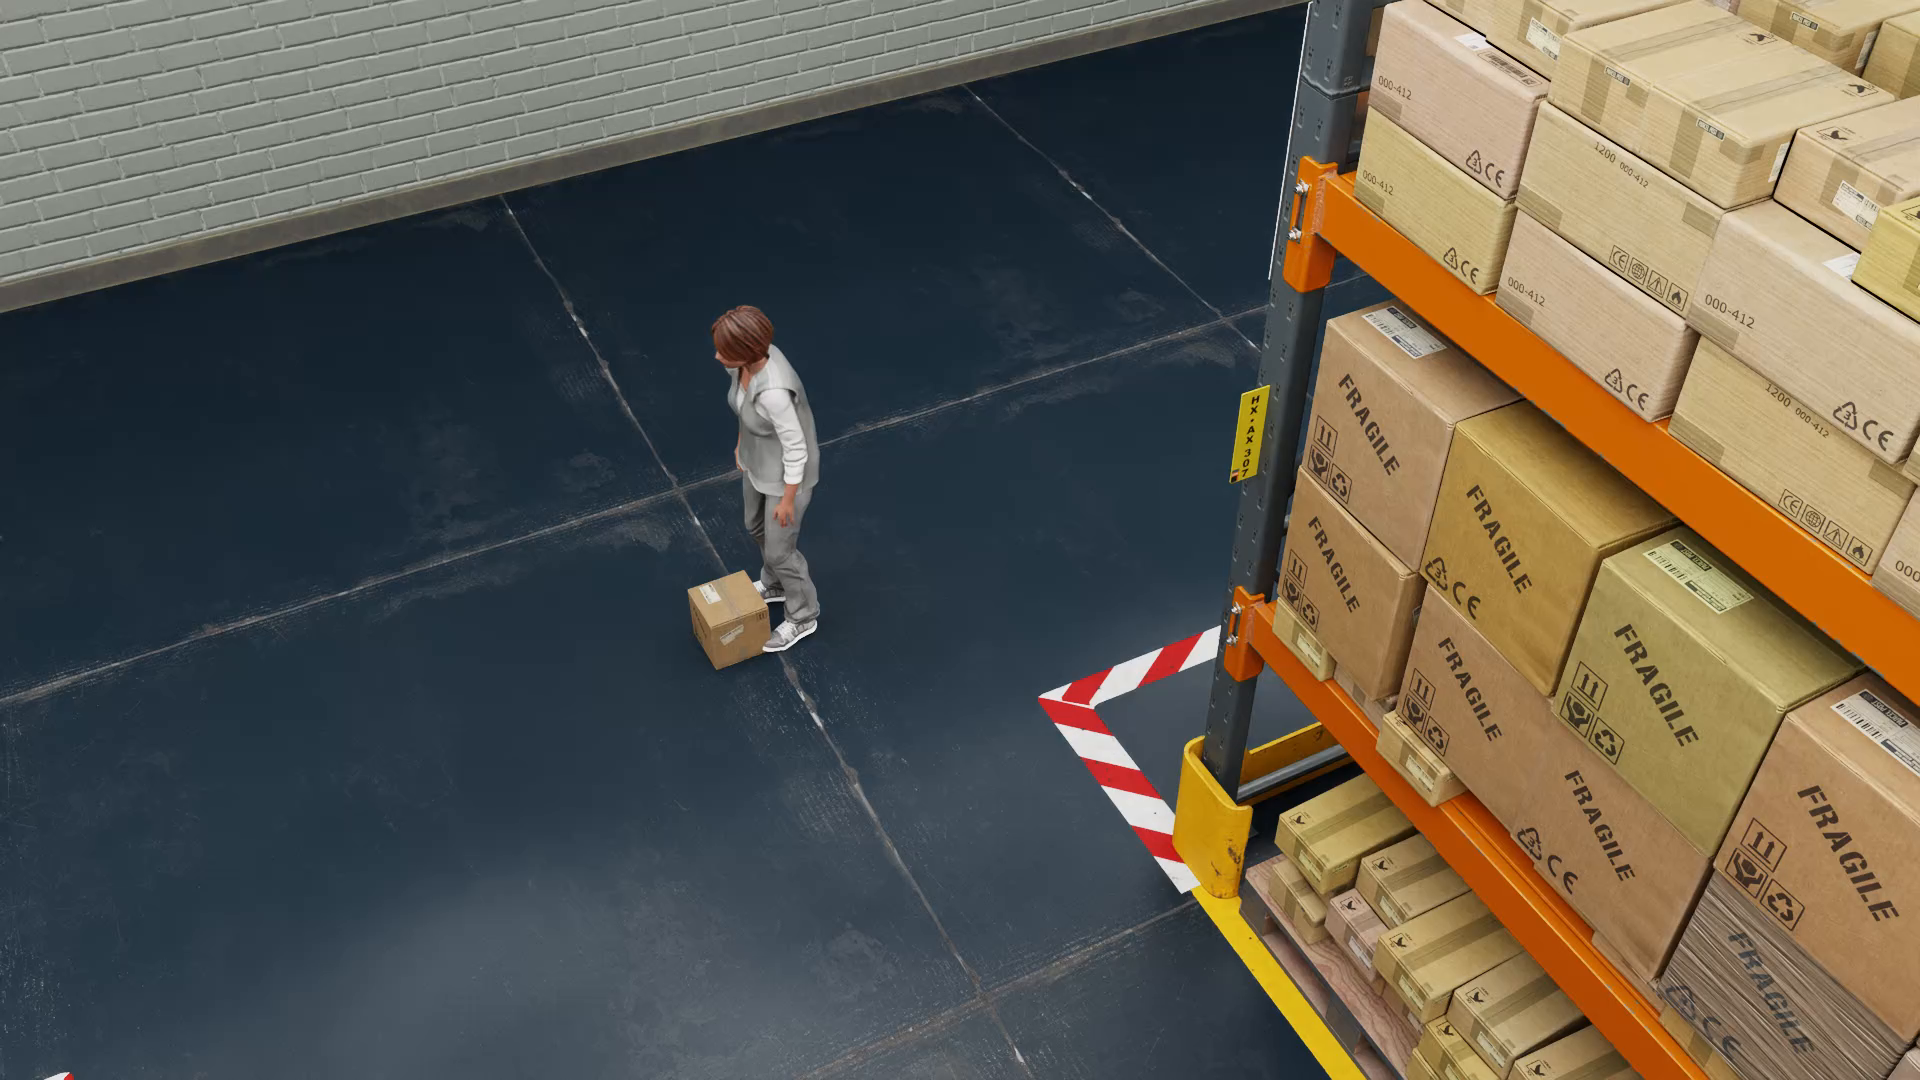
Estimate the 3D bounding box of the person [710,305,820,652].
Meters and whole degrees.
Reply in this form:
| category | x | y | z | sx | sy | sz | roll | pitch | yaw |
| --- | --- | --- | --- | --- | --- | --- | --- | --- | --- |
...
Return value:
| category | x | y | z | sx | sy | sz | roll | pitch | yaw |
| --- | --- | --- | --- | --- | --- | --- | --- | --- | --- |
| person | -0.734 | -0.251 | 6.449 | 0.350 | 1.591 | 0.471 | -20 | 45 | -21 |
